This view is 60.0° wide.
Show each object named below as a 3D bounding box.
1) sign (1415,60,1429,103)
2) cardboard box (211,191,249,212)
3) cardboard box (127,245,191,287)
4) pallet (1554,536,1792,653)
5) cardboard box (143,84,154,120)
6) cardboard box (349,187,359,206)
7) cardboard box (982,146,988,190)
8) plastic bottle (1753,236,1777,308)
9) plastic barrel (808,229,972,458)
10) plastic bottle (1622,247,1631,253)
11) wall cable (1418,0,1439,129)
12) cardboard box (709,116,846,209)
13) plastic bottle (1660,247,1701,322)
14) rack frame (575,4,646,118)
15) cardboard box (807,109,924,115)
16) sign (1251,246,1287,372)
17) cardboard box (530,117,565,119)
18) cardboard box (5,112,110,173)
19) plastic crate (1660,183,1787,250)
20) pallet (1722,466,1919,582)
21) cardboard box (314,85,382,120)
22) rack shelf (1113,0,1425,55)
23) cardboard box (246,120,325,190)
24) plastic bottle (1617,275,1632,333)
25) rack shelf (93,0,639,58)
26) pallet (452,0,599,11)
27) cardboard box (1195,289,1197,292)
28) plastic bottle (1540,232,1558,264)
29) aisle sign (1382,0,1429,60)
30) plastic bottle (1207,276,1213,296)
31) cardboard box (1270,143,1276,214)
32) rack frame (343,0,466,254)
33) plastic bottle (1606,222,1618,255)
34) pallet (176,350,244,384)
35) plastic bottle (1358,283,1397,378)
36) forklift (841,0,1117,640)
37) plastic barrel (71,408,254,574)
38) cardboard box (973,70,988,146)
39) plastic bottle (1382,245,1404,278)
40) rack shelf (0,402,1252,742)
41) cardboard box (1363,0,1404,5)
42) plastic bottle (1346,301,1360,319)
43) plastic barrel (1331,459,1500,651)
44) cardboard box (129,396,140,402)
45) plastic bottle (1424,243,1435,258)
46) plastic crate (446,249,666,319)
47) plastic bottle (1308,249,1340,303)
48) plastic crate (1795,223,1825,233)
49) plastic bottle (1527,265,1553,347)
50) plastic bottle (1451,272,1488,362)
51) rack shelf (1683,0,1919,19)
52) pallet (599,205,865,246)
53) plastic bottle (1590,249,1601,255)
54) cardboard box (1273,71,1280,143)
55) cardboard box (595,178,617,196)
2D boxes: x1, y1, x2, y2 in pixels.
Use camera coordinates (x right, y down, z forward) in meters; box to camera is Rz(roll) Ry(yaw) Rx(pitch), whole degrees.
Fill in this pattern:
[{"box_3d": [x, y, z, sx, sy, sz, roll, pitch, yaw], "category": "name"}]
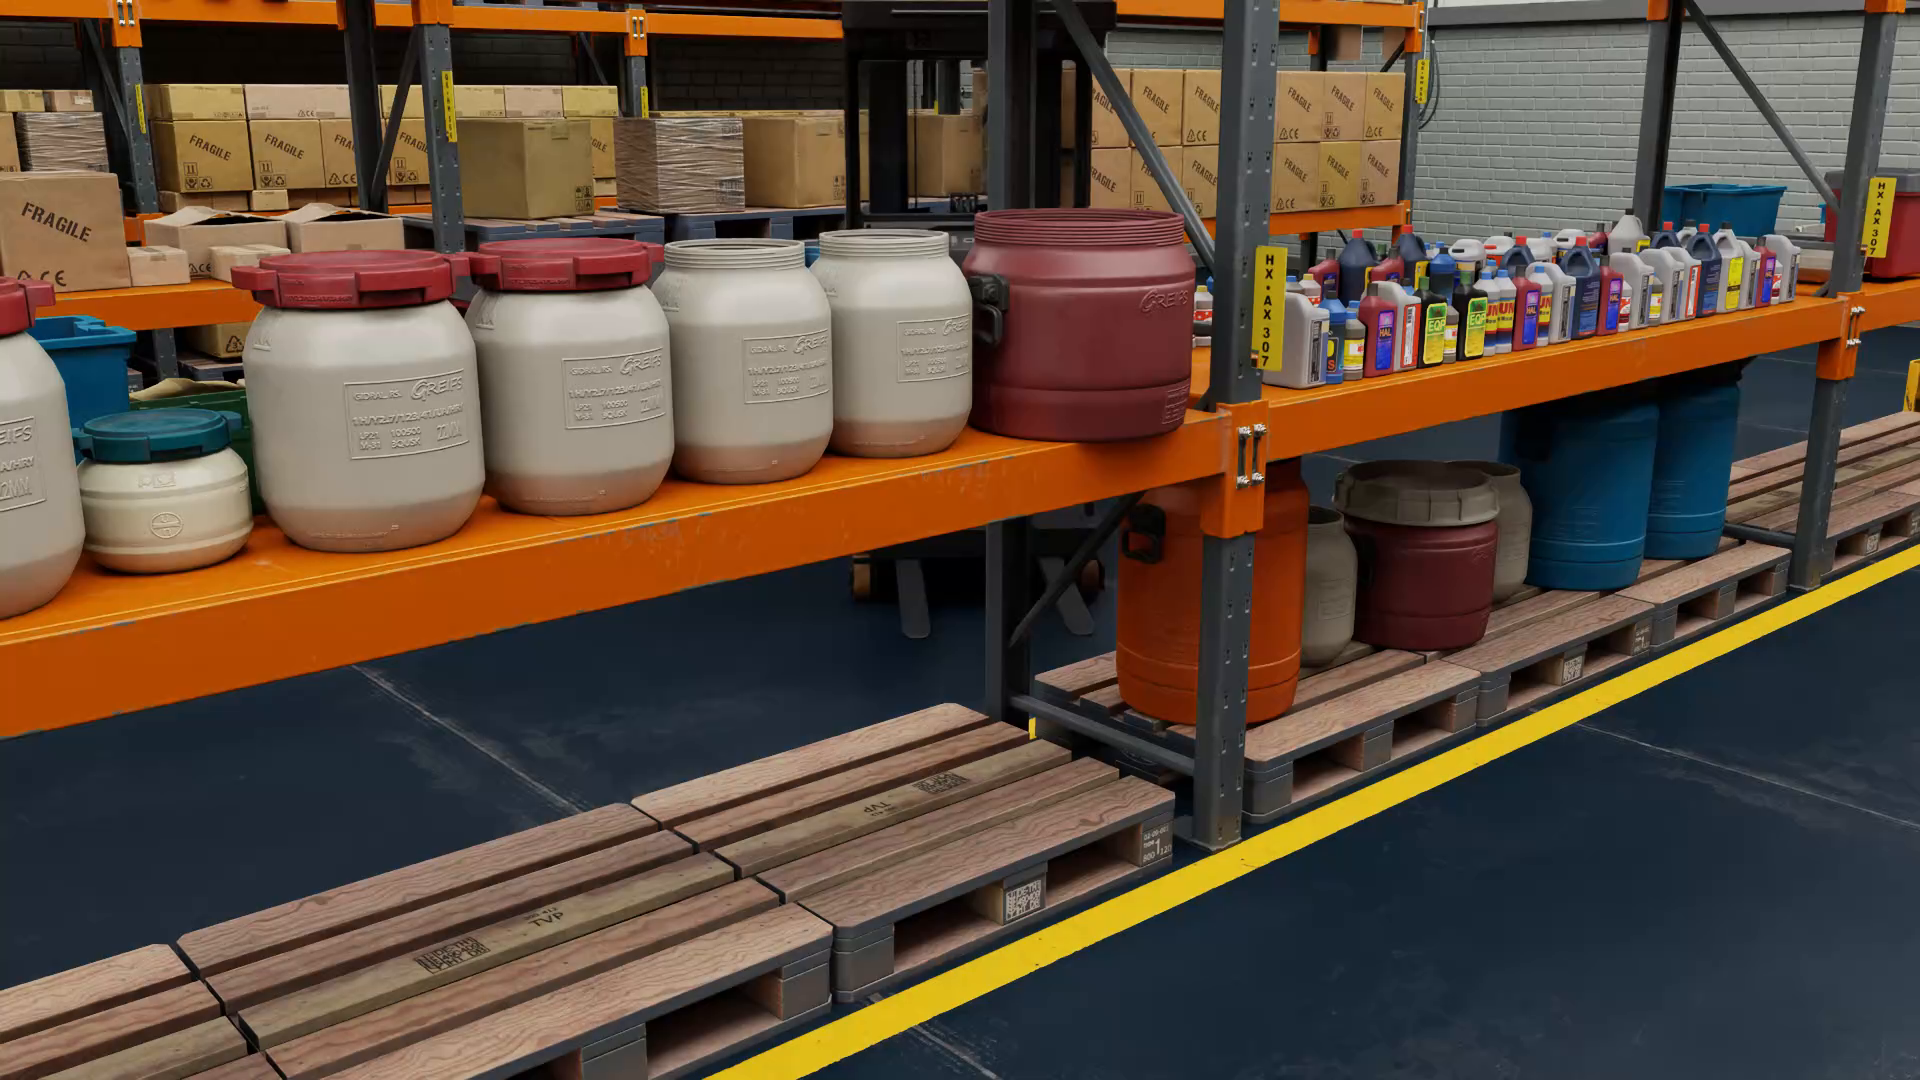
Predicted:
[{"box_3d": [3.590, -3.563, 12.921, 0.005, 0.325, 0.100, -13, 19, -39], "category": "sign"}, {"box_3d": [-5.452, -2.511, 12.286, 0.250, 0.149, 0.380, -12, 19, -39], "category": "cardboard box"}, {"box_3d": [-3.719, -1.259, 7.637, 0.250, 0.149, 0.380, -11, 18, -35], "category": "cardboard box"}, {"box_3d": [2.863, 0.150, 7.280, 1.213, 0.211, 1.003, -13, 19, -39], "category": "pallet"}, {"box_3d": [-5.876, -3.262, 12.388, 0.500, 0.250, 0.500, -12, 19, -38], "category": "cardboard box"}, {"box_3d": [-4.696, -2.693, 12.969, 0.250, 0.149, 0.380, -12, 19, -39], "category": "cardboard box"}, {"box_3d": [0.432, -2.468, 11.482, 0.500, 0.500, 0.500, -12, 19, -38], "category": "cardboard box"}, {"box_3d": [3.243, -1.086, 6.728, 0.133, 0.283, 0.061, -13, 19, -39], "category": "plastic bottle"}, {"box_3d": [-0.181, -0.480, 4.020, 0.421, 0.512, 0.421, 0, 15, 0], "category": "plastic barrel"}, {"box_3d": [2.534, -0.979, 6.352, 0.097, 0.271, 0.097, 0, 15, 0], "category": "plastic bottle"}, {"box_3d": [4.488, -6.213, 20.089, 0.112, 2.526, 3.097, -13, 19, -39], "category": "wall cable"}, {"box_3d": [-1.069, -2.225, 9.759, 0.700, 0.500, 0.500, 10, 18, 33], "category": "cardboard box"}, {"box_3d": [2.731, -0.983, 6.358, 0.135, 0.276, 0.152, -13, 19, -39], "category": "plastic bottle"}, {"box_3d": [-3.031, -3.249, 14.599, 0.127, 3.000, 1.000, -13, 19, -39], "category": "rack frame"}, {"box_3d": [-0.933, -3.857, 16.297, 0.700, 0.700, 0.980, -13, 20, -40], "category": "cardboard box"}, {"box_3d": [0.821, -0.615, 4.424, 0.005, 0.325, 0.100, -13, 19, -39], "category": "sign"}, {"box_3d": [-3.592, -3.235, 13.738, 0.500, 0.500, 0.500, -12, 19, -39], "category": "cardboard box"}, {"box_3d": [-6.396, -2.750, 11.687, 0.700, 0.500, 0.500, 13, 20, 40], "category": "cardboard box"}, {"box_3d": [3.601, -1.487, 7.918, 0.575, 0.384, 0.392, -13, 19, -39], "category": "plastic crate"}, {"box_3d": [4.002, -0.105, 8.233, 1.213, 0.211, 1.003, -13, 19, -39], "category": "pallet"}, {"box_3d": [-4.757, -3.338, 12.673, 0.500, 0.250, 0.500, -12, 19, -39], "category": "cardboard box"}, {"box_3d": [1.732, -3.725, 11.965, 4.000, 0.370, 1.077, -13, 19, -39], "category": "rack shelf"}, {"box_3d": [-5.113, -2.892, 12.456, 0.500, 0.500, 0.500, -12, 19, -38], "category": "cardboard box"}, {"box_3d": [2.385, -0.860, 6.041, 0.097, 0.201, 0.097, 0, 15, 0], "category": "plastic bottle"}, {"box_3d": [-4.540, -4.011, 13.037, 4.000, 0.370, 1.077, -13, 19, -39], "category": "rack shelf"}, {"box_3d": [-3.690, -4.440, 13.620, 1.217, 0.209, 0.805, -14, 20, -42], "category": "pallet"}, {"box_3d": [1.638, -1.611, 12.452, 0.637, 0.503, 0.797, -13, 19, -39], "category": "cardboard box"}, {"box_3d": [2.492, -1.177, 7.094, 0.097, 0.271, 0.097, 0, 15, 0], "category": "plastic bottle"}, {"box_3d": [3.494, -4.170, 13.013, 0.004, 0.787, 0.394, -13, 19, -39], "category": "aisle sign"}, {"box_3d": [0.900, -0.820, 5.756, 0.097, 0.271, 0.097, 0, 15, 0], "category": "plastic bottle"}, {"box_3d": [1.933, -2.625, 12.069, 0.500, 0.500, 0.500, -13, 20, -40], "category": "cardboard box"}, {"box_3d": [-2.794, -1.607, 8.455, 0.127, 3.000, 1.000, -13, 19, -39], "category": "rack frame"}, {"box_3d": [2.916, -1.284, 7.472, 0.133, 0.283, 0.061, -13, 19, -39], "category": "plastic bottle"}, {"box_3d": [-5.404, -1.343, 12.867, 1.213, 0.211, 1.003, -13, 19, -39], "category": "pallet"}, {"box_3d": [1.271, -0.643, 5.071, 0.133, 0.283, 0.061, -13, 19, -39], "category": "plastic bottle"}, {"box_3d": [0.052, -1.239, 7.209, 1.130, 2.935, 3.031, -1, 15, -4], "category": "forklift"}, {"box_3d": [-1.463, -0.092, 3.051, 0.301, 0.262, 0.301, 0, 15, 0], "category": "plastic barrel"}, {"box_3d": [0.435, -2.952, 11.359, 0.500, 0.500, 0.500, -13, 19, -39], "category": "cardboard box"}, {"box_3d": [1.622, -0.973, 6.307, 0.133, 0.283, 0.061, -13, 19, -39], "category": "plastic bottle"}, {"box_3d": [-1.054, 0.044, 3.666, 4.000, 0.370, 1.077, -13, 19, -39], "category": "rack shelf"}, {"box_3d": [3.027, -4.201, 12.642, 0.500, 0.250, 0.500, -13, 19, -39], "category": "cardboard box"}, {"box_3d": [1.247, -0.656, 5.279, 0.097, 0.201, 0.097, 0, 15, 0], "category": "plastic bottle"}, {"box_3d": [1.665, 0.042, 6.138, 0.708, 0.588, 0.600, -13, 19, -39], "category": "plastic barrel"}, {"box_3d": [-4.159, -0.544, 7.904, 0.500, 0.311, 0.500, -13, 20, -41], "category": "cardboard box"}, {"box_3d": [1.821, -1.027, 6.530, 0.097, 0.271, 0.097, 0, 15, 0], "category": "plastic bottle"}, {"box_3d": [-0.965, -0.459, 4.032, 0.583, 0.464, 0.402, -13, 19, -39], "category": "plastic crate"}, {"box_3d": [1.342, -0.931, 6.149, 0.133, 0.283, 0.061, -13, 19, -39], "category": "plastic bottle"}, {"box_3d": [4.589, -1.575, 8.729, 0.466, 0.136, 0.293, -13, 19, -39], "category": "plastic crate"}, {"box_3d": [1.970, -0.800, 5.683, 0.097, 0.271, 0.097, 0, 15, 0], "category": "plastic bottle"}, {"box_3d": [1.648, -0.728, 5.387, 0.133, 0.283, 0.061, -13, 19, -39], "category": "plastic bottle"}, {"box_3d": [4.981, -2.760, 8.353, 4.000, 0.370, 1.077, -13, 19, -39], "category": "rack shelf"}, {"box_3d": [-1.330, -1.845, 9.716, 1.213, 0.211, 1.003, -13, 19, -39], "category": "pallet"}, {"box_3d": [2.693, -1.137, 7.077, 0.097, 0.201, 0.097, 0, 15, 0], "category": "plastic bottle"}, {"box_3d": [1.930, -3.103, 11.925, 0.500, 0.500, 0.500, -12, 19, -38], "category": "cardboard box"}, {"box_3d": [-3.100, -3.024, 14.208, 0.250, 0.149, 0.380, -12, 19, -39], "category": "cardboard box"}]
